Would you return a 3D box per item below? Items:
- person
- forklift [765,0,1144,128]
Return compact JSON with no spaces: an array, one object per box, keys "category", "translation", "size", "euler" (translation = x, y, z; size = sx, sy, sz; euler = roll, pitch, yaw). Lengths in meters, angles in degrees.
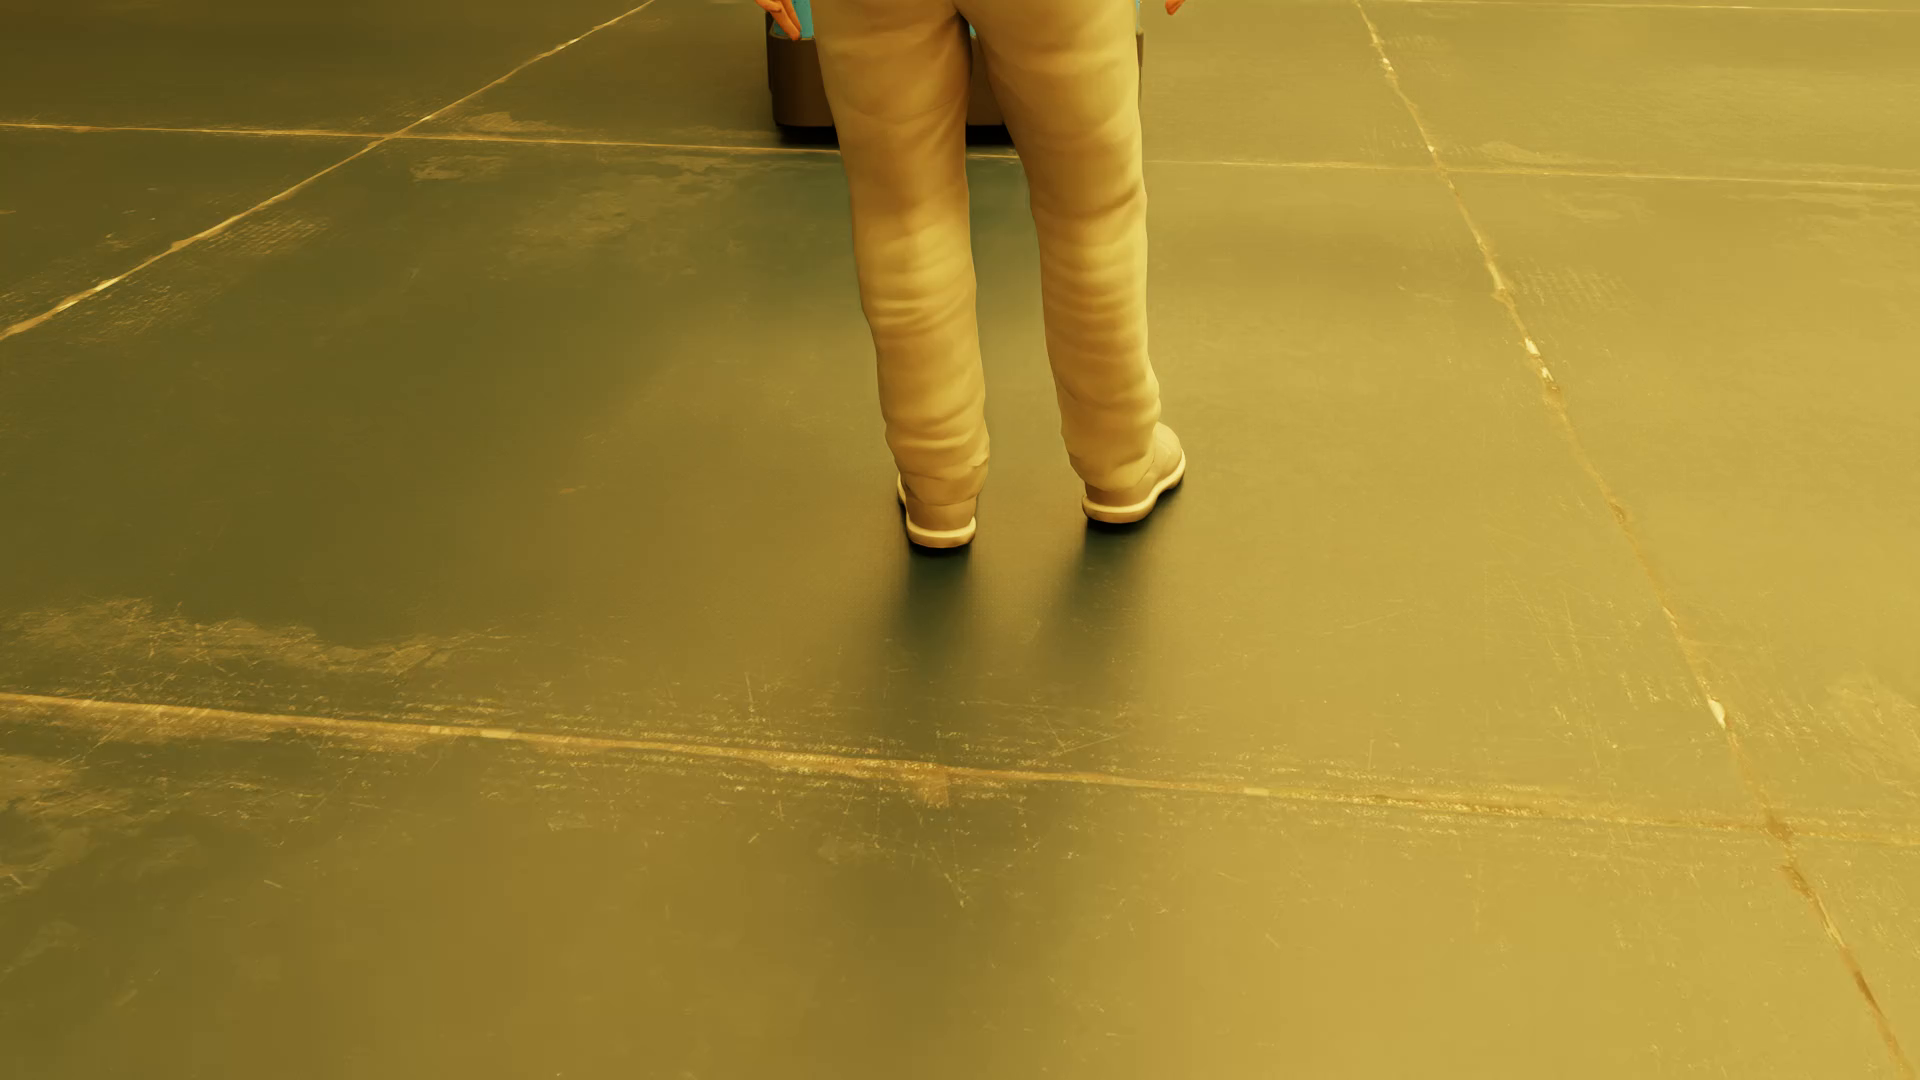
[{"category":"person","translation":[0.022,-0.838,2.167],"size":[0.640,1.780,0.574],"euler":[3,27,7]},{"category":"forklift","translation":[-0.054,-3.086,5.403],"size":[1.130,2.935,3.031],"euler":[-1,27,-2]}]
